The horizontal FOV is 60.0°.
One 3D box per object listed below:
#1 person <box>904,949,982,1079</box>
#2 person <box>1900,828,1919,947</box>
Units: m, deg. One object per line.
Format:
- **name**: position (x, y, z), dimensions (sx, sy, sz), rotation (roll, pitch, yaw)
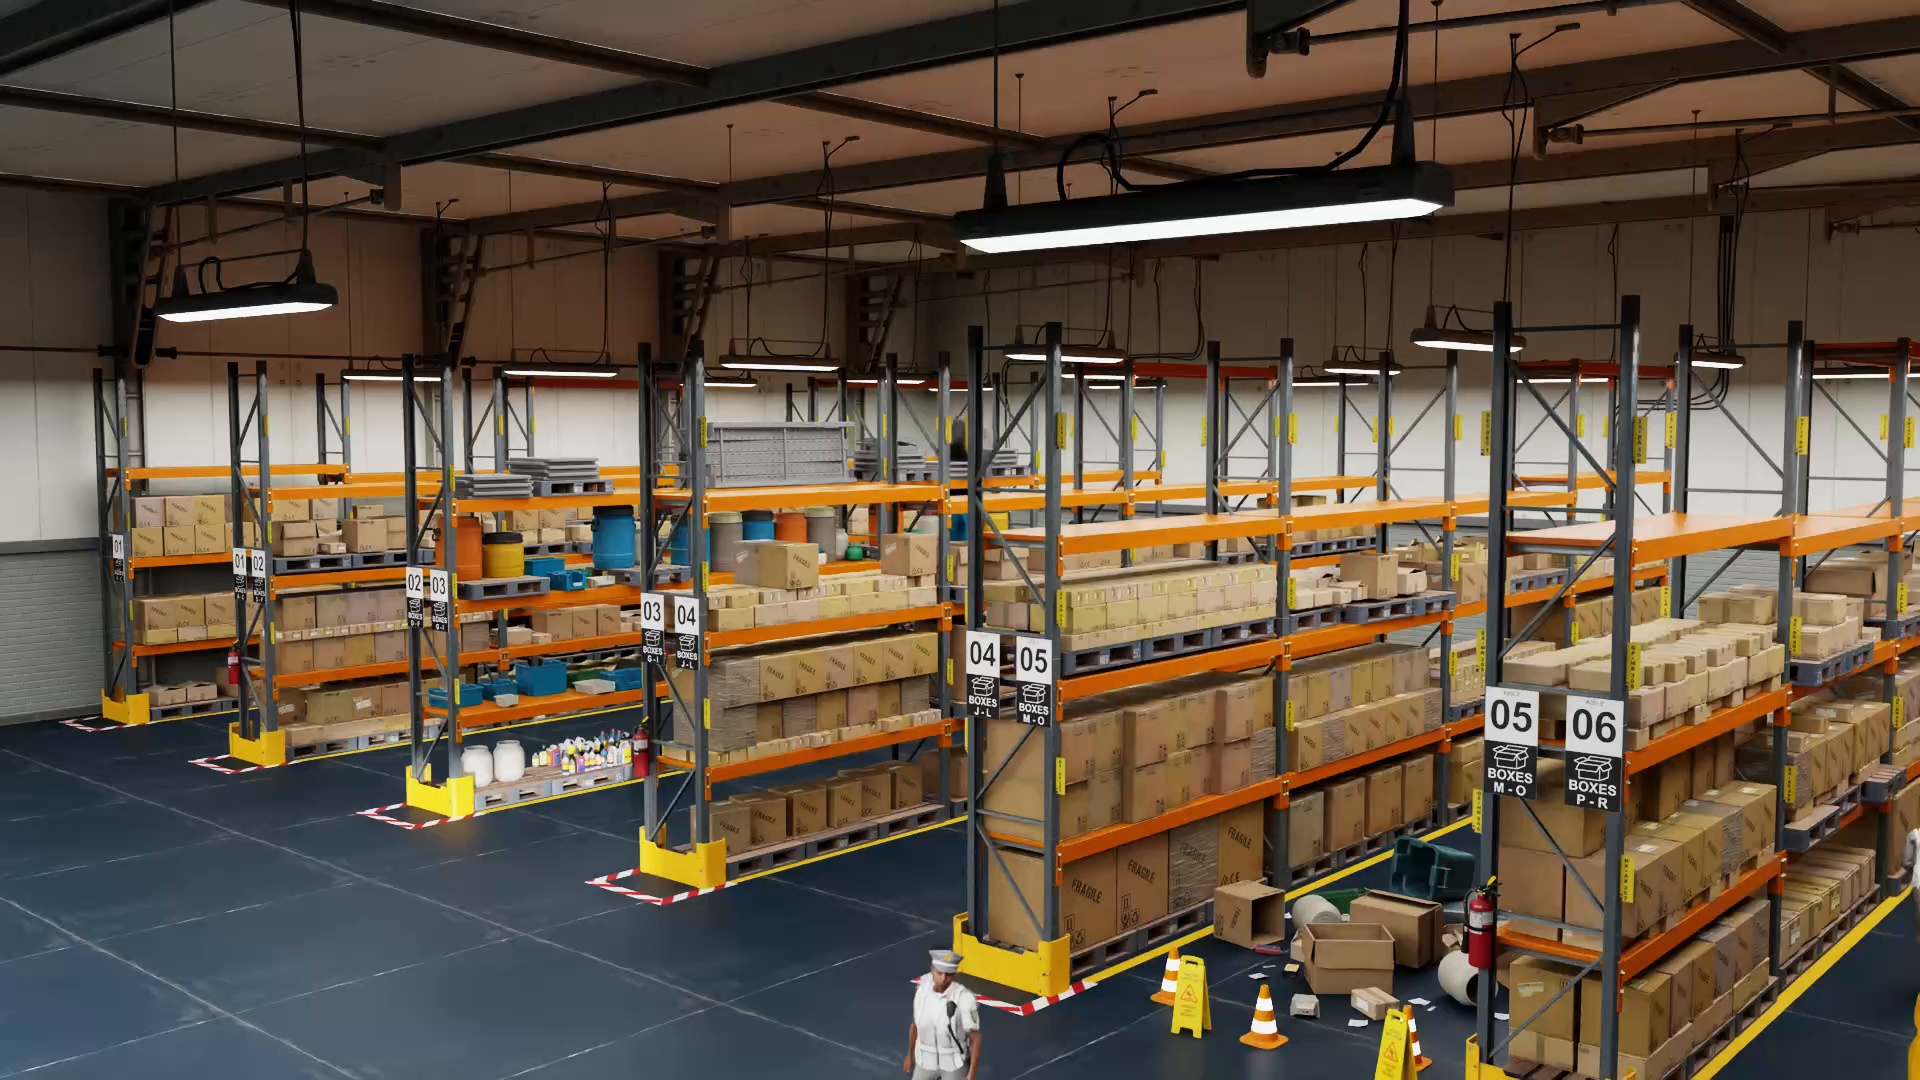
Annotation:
- **person**: position (-0.131, 3.518, 11.199), dimensions (0.629, 1.650, 0.668), rotation (1, 4, 14)
- **person**: position (9.043, 3.238, 15.292), dimensions (0.694, 1.601, 0.867), rotation (2, 5, 26)
